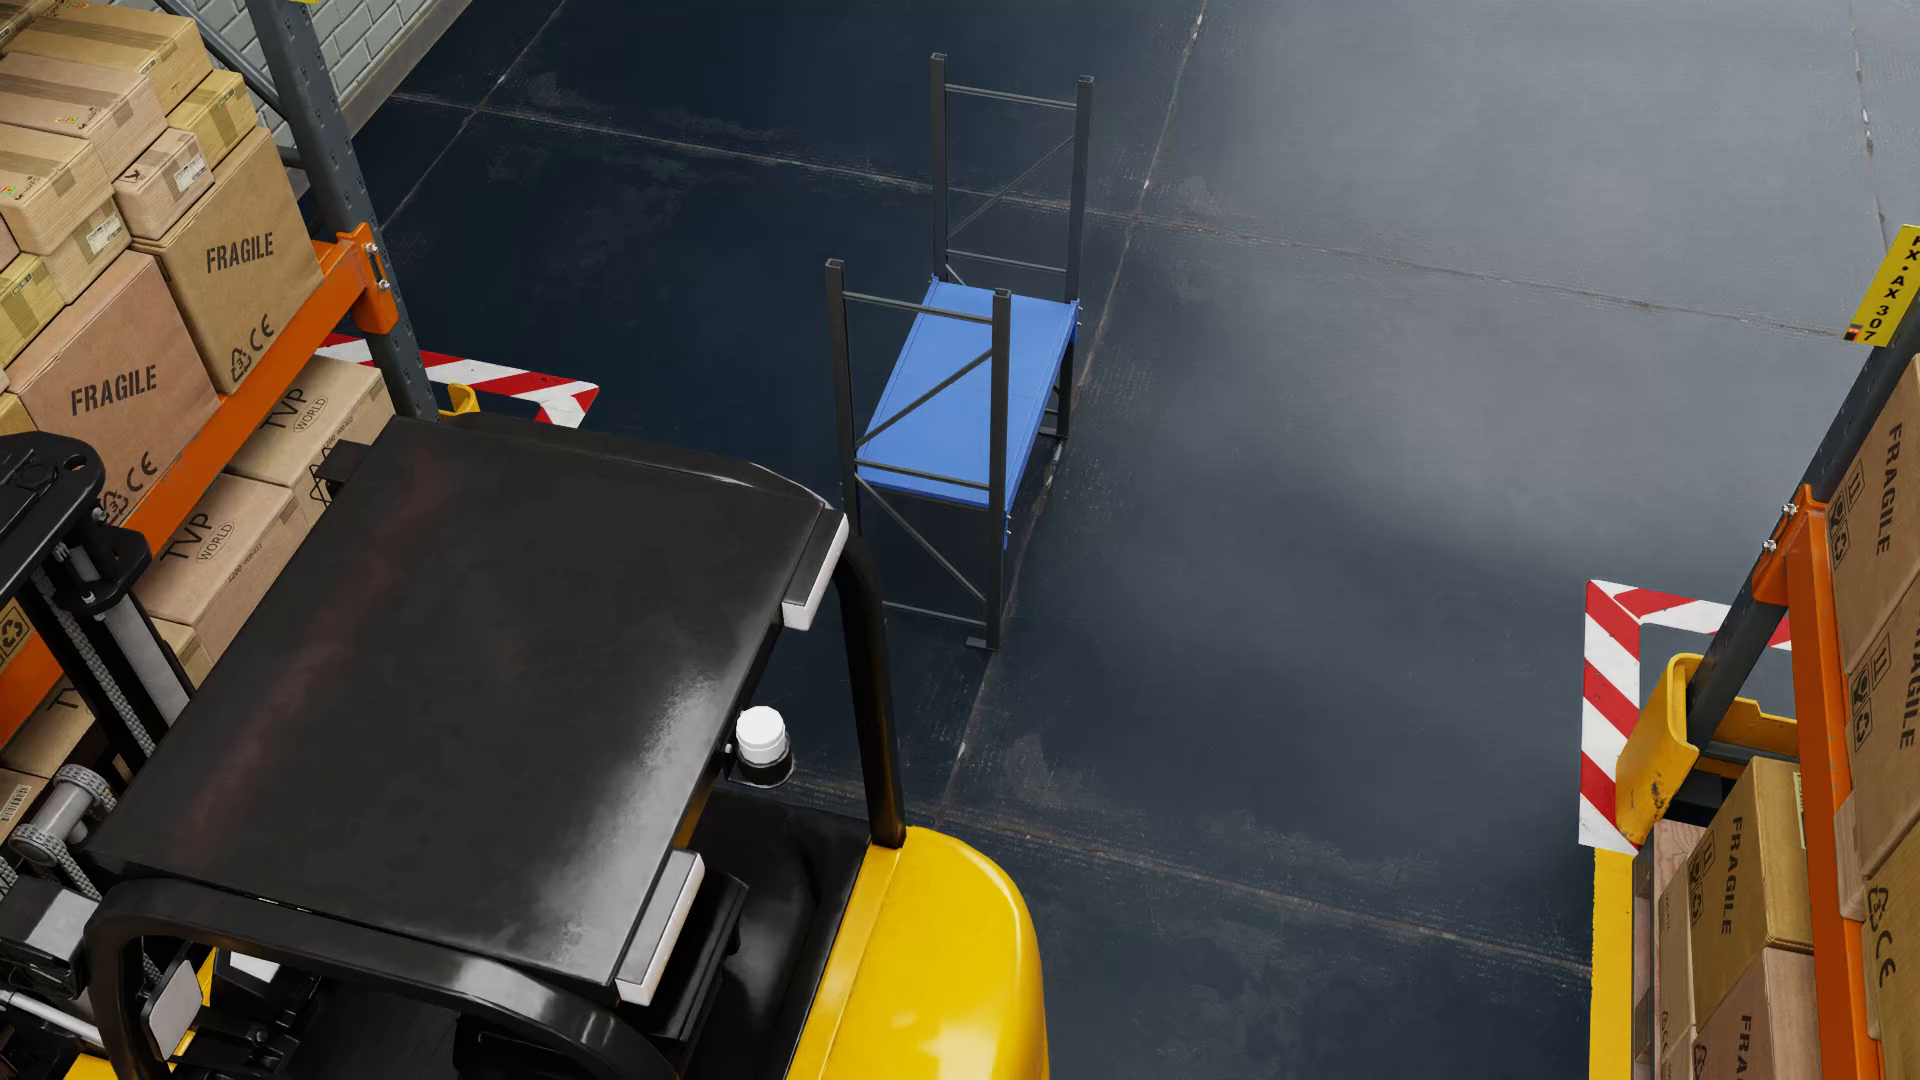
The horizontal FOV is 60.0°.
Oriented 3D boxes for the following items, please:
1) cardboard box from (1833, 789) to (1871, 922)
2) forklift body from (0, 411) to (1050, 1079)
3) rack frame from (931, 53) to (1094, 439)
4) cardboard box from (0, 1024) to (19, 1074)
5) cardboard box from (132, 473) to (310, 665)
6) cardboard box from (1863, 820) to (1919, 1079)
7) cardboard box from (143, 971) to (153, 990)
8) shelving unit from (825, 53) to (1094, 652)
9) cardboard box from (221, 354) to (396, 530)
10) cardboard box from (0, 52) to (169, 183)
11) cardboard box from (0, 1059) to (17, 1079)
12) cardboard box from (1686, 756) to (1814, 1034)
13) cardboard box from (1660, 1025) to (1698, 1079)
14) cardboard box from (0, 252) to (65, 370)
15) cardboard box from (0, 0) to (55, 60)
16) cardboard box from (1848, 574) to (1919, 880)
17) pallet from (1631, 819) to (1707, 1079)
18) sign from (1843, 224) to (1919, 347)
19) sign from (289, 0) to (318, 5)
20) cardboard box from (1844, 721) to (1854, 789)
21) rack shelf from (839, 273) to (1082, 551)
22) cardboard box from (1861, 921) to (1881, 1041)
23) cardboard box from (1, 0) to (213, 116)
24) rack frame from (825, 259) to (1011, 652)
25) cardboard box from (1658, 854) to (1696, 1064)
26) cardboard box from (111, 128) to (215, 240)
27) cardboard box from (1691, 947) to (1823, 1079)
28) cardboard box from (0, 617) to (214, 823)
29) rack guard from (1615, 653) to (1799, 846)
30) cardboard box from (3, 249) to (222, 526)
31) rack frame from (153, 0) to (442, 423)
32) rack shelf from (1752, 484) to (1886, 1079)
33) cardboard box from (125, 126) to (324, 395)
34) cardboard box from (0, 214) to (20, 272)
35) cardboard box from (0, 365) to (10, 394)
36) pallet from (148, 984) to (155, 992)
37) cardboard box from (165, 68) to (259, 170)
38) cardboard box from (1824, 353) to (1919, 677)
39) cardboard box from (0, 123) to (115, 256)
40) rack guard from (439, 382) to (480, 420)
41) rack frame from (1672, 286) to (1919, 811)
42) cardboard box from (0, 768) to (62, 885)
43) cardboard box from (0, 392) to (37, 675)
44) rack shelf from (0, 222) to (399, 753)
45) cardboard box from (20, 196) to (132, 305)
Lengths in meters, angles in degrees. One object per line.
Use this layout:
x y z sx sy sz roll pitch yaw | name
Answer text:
1.984 0.661 3.333 0.380 0.149 0.250 12 50 11 | cardboard box
-0.944 0.873 3.545 2.313 2.155 1.214 12 50 10 | forklift body
0.156 -0.926 5.567 0.500 1.500 0.032 12 50 10 | rack frame
-2.425 0.979 4.105 0.500 0.250 0.500 11 50 10 | cardboard box
-2.154 0.066 4.578 0.500 0.250 0.500 12 50 11 | cardboard box
1.926 0.738 2.833 0.500 0.500 0.500 11 49 9 | cardboard box
-2.419 1.132 4.304 0.500 0.250 0.500 13 50 11 | cardboard box
0.022 -0.558 5.242 0.538 1.500 1.048 12 50 10 | shelving unit
-2.025 -0.304 4.905 0.500 0.250 0.500 13 50 11 | cardboard box
-2.131 -1.000 3.934 0.380 0.149 0.250 12 50 10 | cardboard box
-2.558 1.345 3.783 0.500 0.250 0.500 11 50 10 | cardboard box
2.100 0.907 4.003 0.500 0.500 0.500 10 49 9 | cardboard box
1.964 1.505 3.975 0.500 0.250 0.500 13 50 11 | cardboard box
-2.268 -0.537 3.724 0.380 0.149 0.250 11 50 10 | cardboard box
-2.499 -1.285 4.185 0.380 0.149 0.250 11 49 9 | cardboard box
2.059 0.369 3.158 0.500 0.500 0.500 13 50 11 | cardboard box
2.317 1.396 4.377 1.003 0.211 1.213 12 50 10 | pallet
2.061 -0.556 3.662 0.100 0.325 0.005 12 50 10 | sign
-1.685 -1.484 4.128 0.100 0.325 0.005 12 50 10 | sign
2.095 0.487 3.487 0.380 0.149 0.250 10 49 9 | cardboard box
0.022 -0.439 5.377 0.538 0.185 1.000 12 50 10 | rack shelf
1.948 0.855 3.162 0.380 0.149 0.250 13 50 11 | cardboard box
-2.096 -1.185 4.097 0.380 0.149 0.250 12 50 10 | cardboard box
-0.111 -0.190 4.918 0.500 1.500 0.032 12 50 10 | rack frame
2.106 1.137 4.299 0.500 0.250 0.500 11 50 10 | cardboard box
-2.064 -0.890 4.036 0.380 0.149 0.250 12 50 11 | cardboard box
1.967 1.286 3.668 0.500 0.500 0.500 10 49 9 | cardboard box
-2.277 0.433 4.254 0.500 0.250 0.500 12 50 11 | cardboard box
2.565 0.720 4.781 1.175 0.500 0.348 12 50 10 | rack guard
-2.227 -0.391 4.028 0.500 0.500 0.500 13 50 11 | cardboard box
-2.205 -1.139 4.755 1.000 3.000 0.127 12 50 10 | rack frame
2.058 1.522 2.886 1.077 0.370 4.000 12 50 10 | rack shelf
-2.081 -0.764 4.357 0.500 0.500 0.500 11 49 9 | cardboard box
-2.311 -0.640 3.617 0.380 0.149 0.250 12 50 10 | cardboard box
-2.293 -0.335 3.546 0.380 0.149 0.250 10 49 9 | cardboard box
-2.689 1.225 4.528 1.003 0.211 1.213 12 50 10 | pallet
-2.026 -1.081 4.204 0.380 0.149 0.250 12 50 11 | cardboard box
2.193 -0.006 3.490 0.500 0.500 0.500 11 49 9 | cardboard box
-2.174 -0.805 3.763 0.380 0.149 0.250 13 50 11 | cardboard box
-2.199 -0.329 5.707 1.175 0.500 0.348 12 50 10 | rack guard
2.585 -0.162 3.893 1.000 3.000 0.127 12 50 10 | rack frame
-2.418 0.798 3.932 0.500 0.250 0.500 11 49 9 | cardboard box
-2.361 -0.020 3.701 0.500 0.500 0.500 11 49 9 | cardboard box
-2.731 0.546 3.748 1.077 0.370 4.000 12 50 10 | rack shelf
-2.192 -0.714 3.881 0.380 0.149 0.250 12 50 11 | cardboard box
